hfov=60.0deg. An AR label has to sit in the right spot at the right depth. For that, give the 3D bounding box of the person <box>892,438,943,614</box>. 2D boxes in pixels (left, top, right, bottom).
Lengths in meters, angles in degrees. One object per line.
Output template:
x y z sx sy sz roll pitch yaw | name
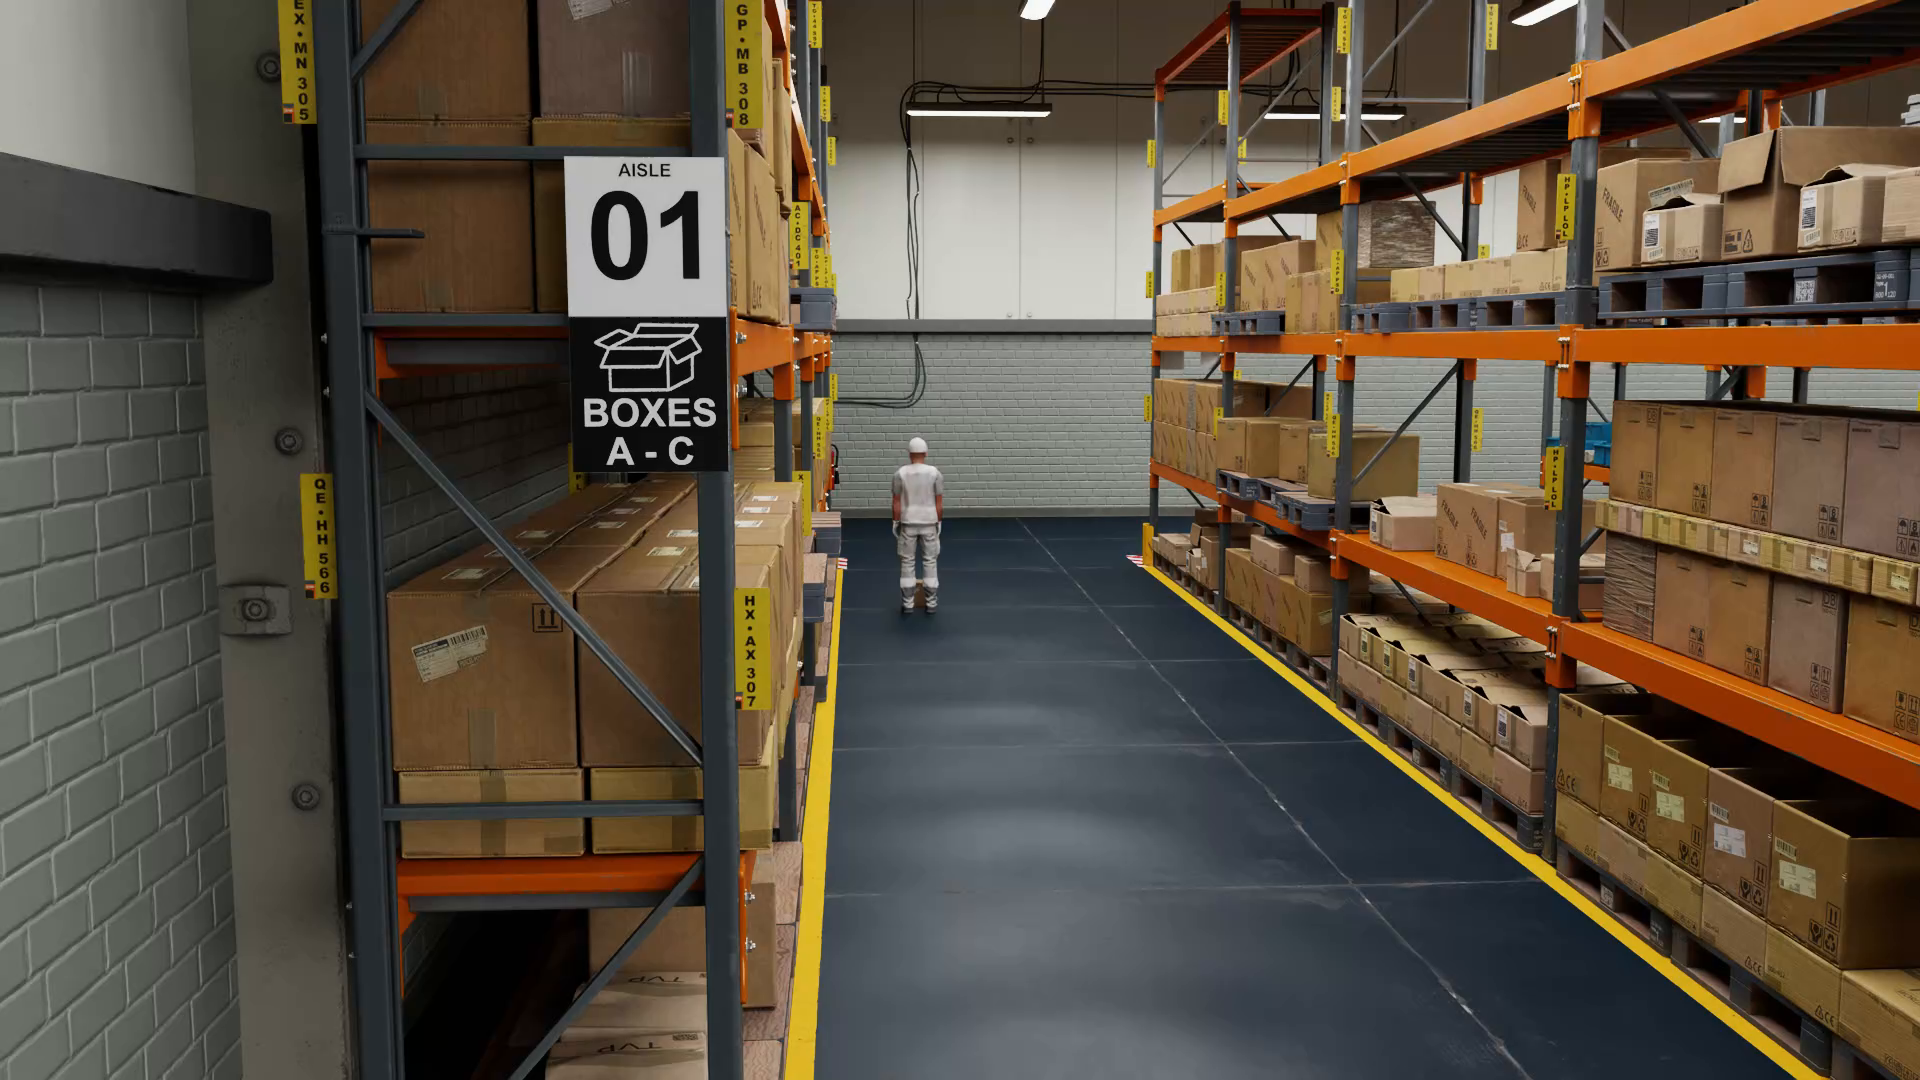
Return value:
-0.431 -0.149 16.902 0.525 1.784 0.342 0 7 -2 | person
